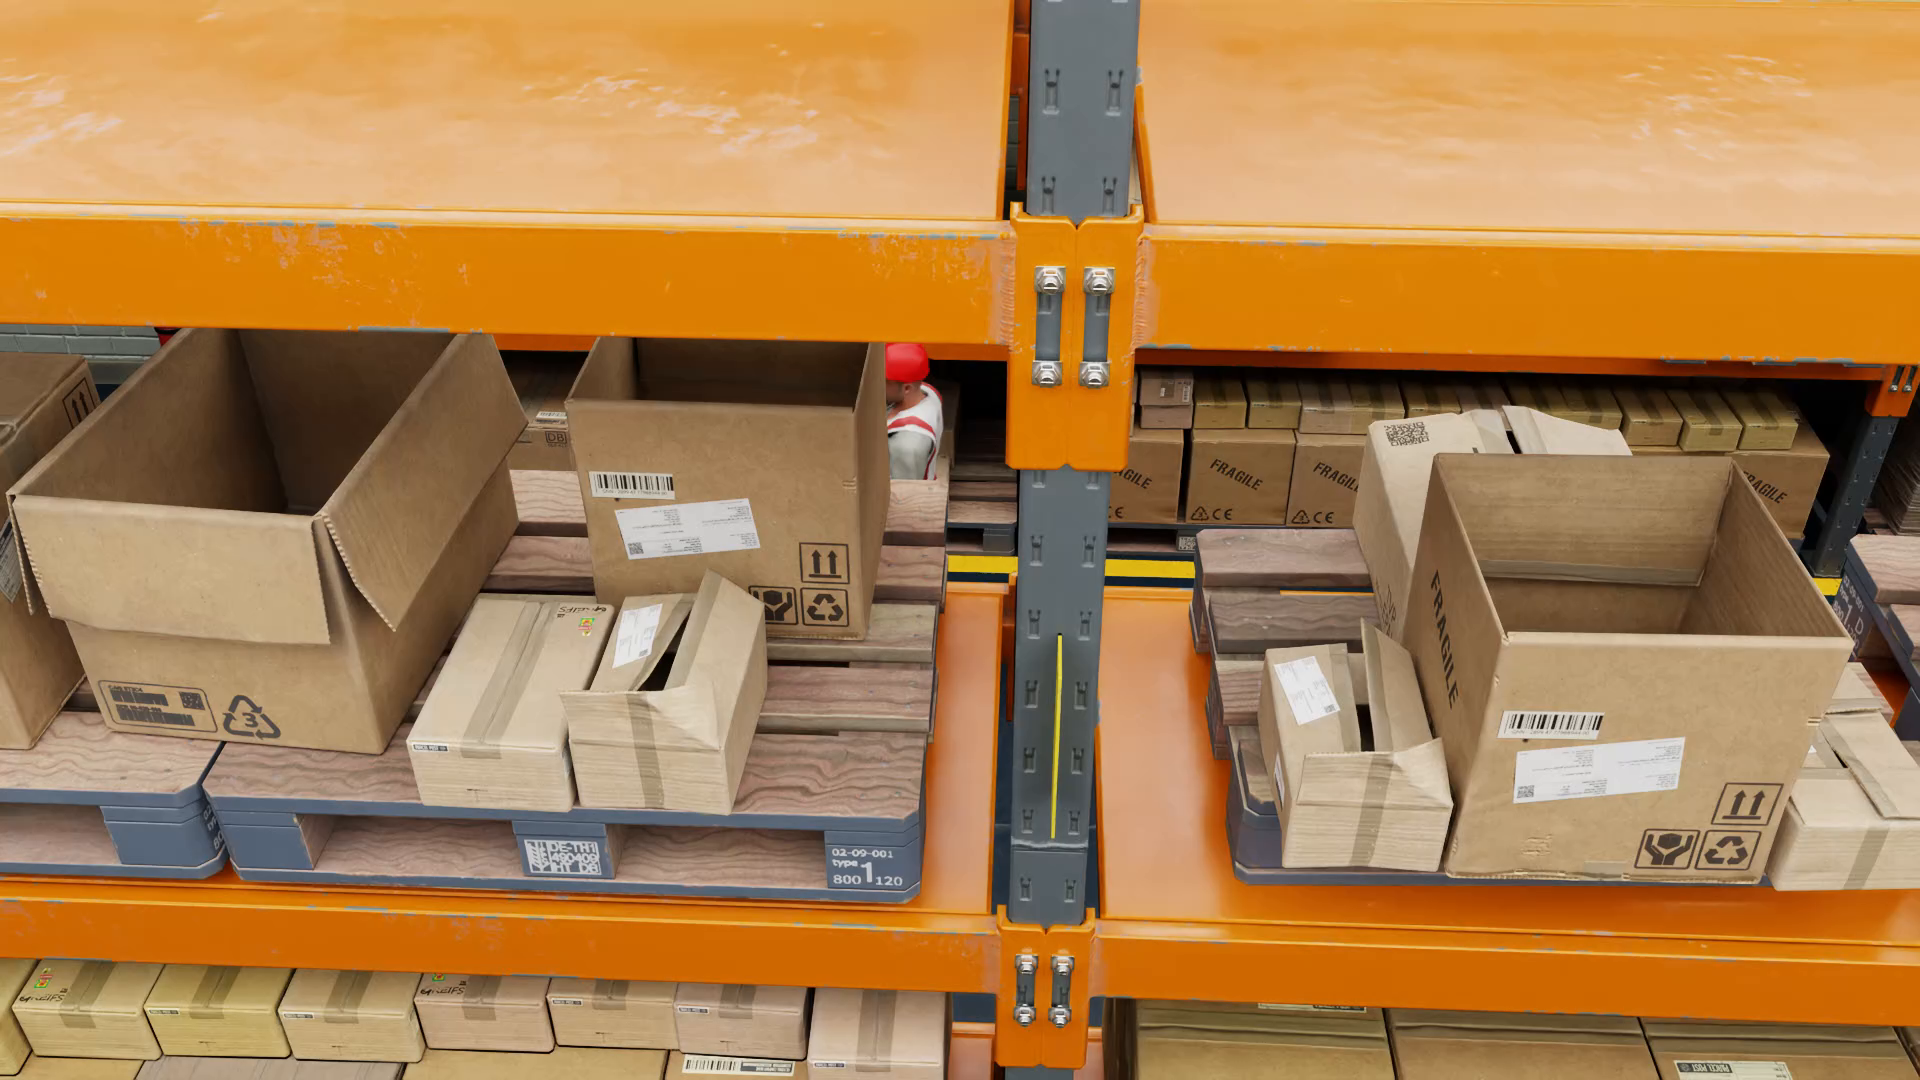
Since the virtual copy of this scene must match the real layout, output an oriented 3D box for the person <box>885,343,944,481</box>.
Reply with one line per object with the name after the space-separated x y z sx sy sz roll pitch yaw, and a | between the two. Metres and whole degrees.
-0.242 -0.077 7.212 0.339 1.784 0.526 2 35 3 | person
